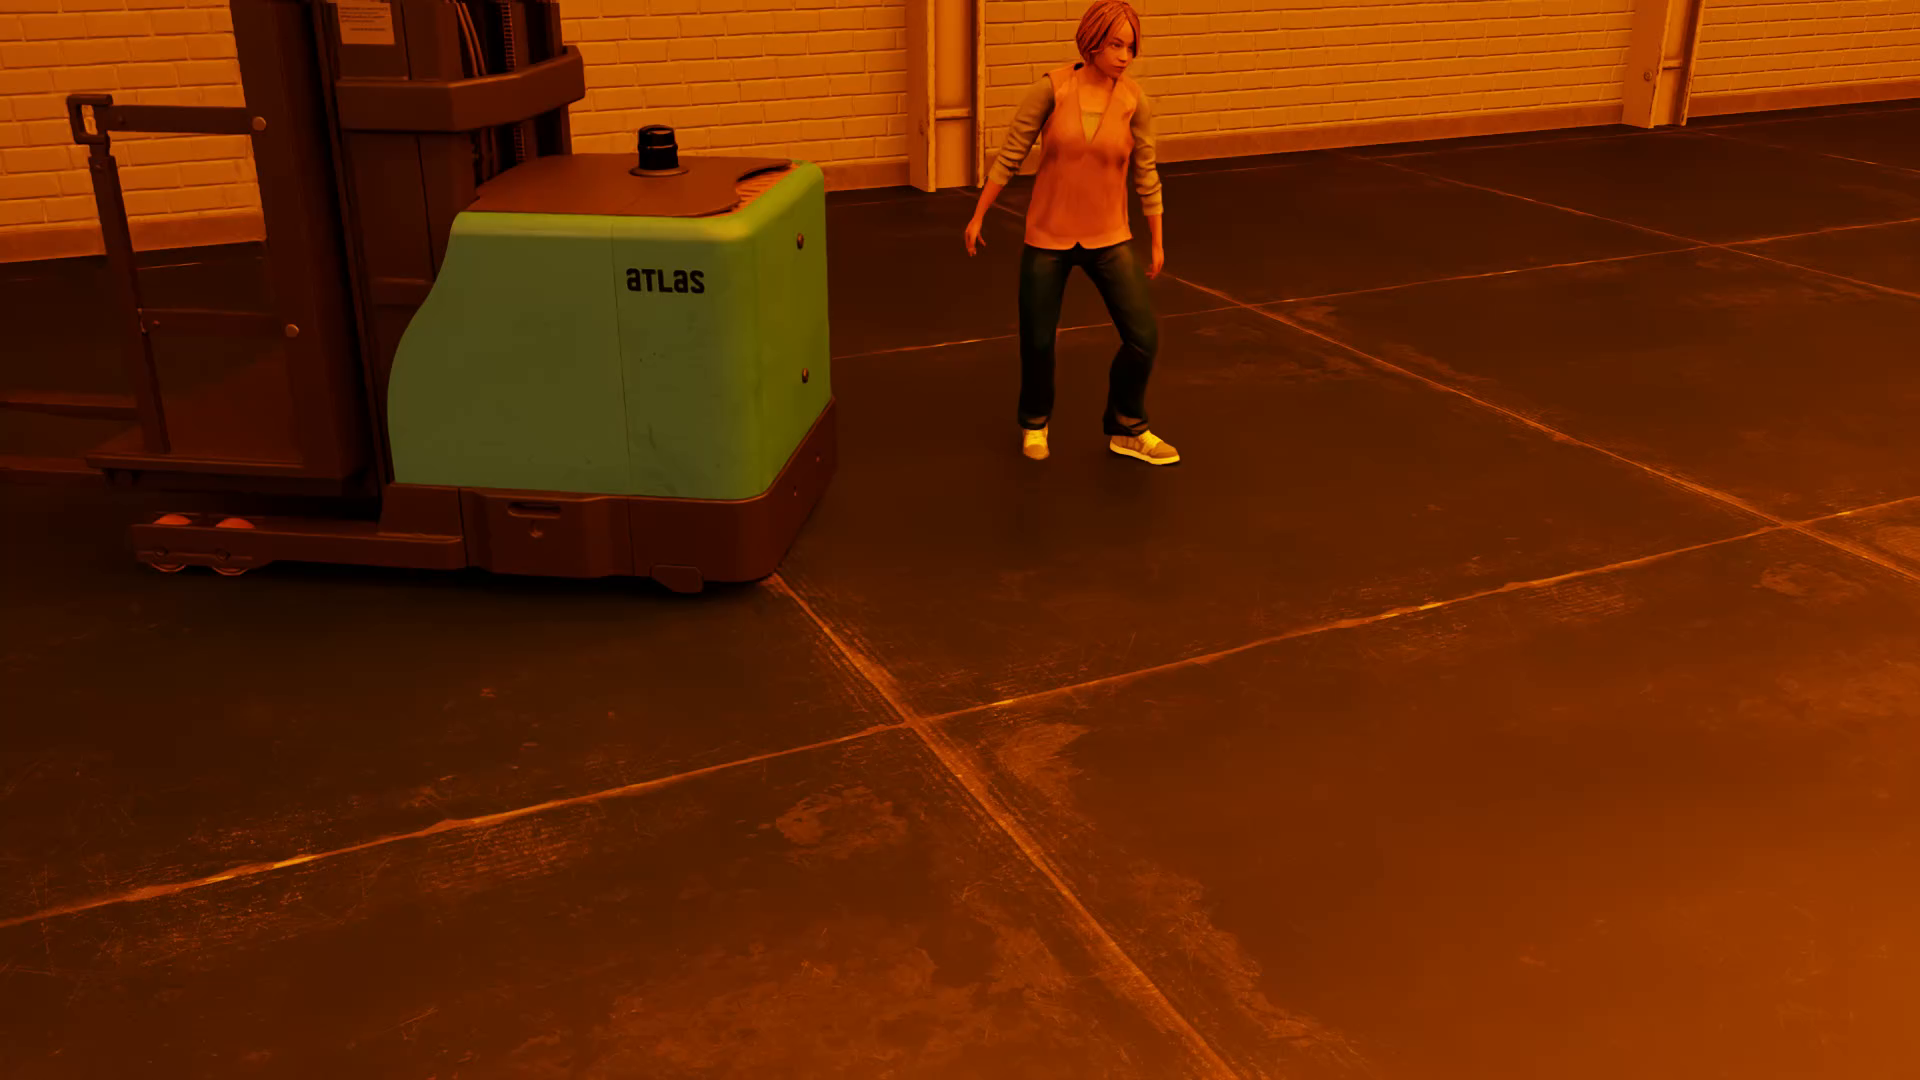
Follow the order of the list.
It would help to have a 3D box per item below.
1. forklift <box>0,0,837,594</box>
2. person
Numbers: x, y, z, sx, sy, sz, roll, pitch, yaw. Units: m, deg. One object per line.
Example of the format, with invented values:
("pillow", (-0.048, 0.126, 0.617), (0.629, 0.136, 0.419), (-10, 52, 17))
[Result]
("forklift", (-1.965, -1.445, 4.764), (3.031, 2.935, 1.130), (3, 23, 8))
("person", (0.387, -0.982, 5.538), (0.745, 1.556, 0.420), (1, 23, 2))
